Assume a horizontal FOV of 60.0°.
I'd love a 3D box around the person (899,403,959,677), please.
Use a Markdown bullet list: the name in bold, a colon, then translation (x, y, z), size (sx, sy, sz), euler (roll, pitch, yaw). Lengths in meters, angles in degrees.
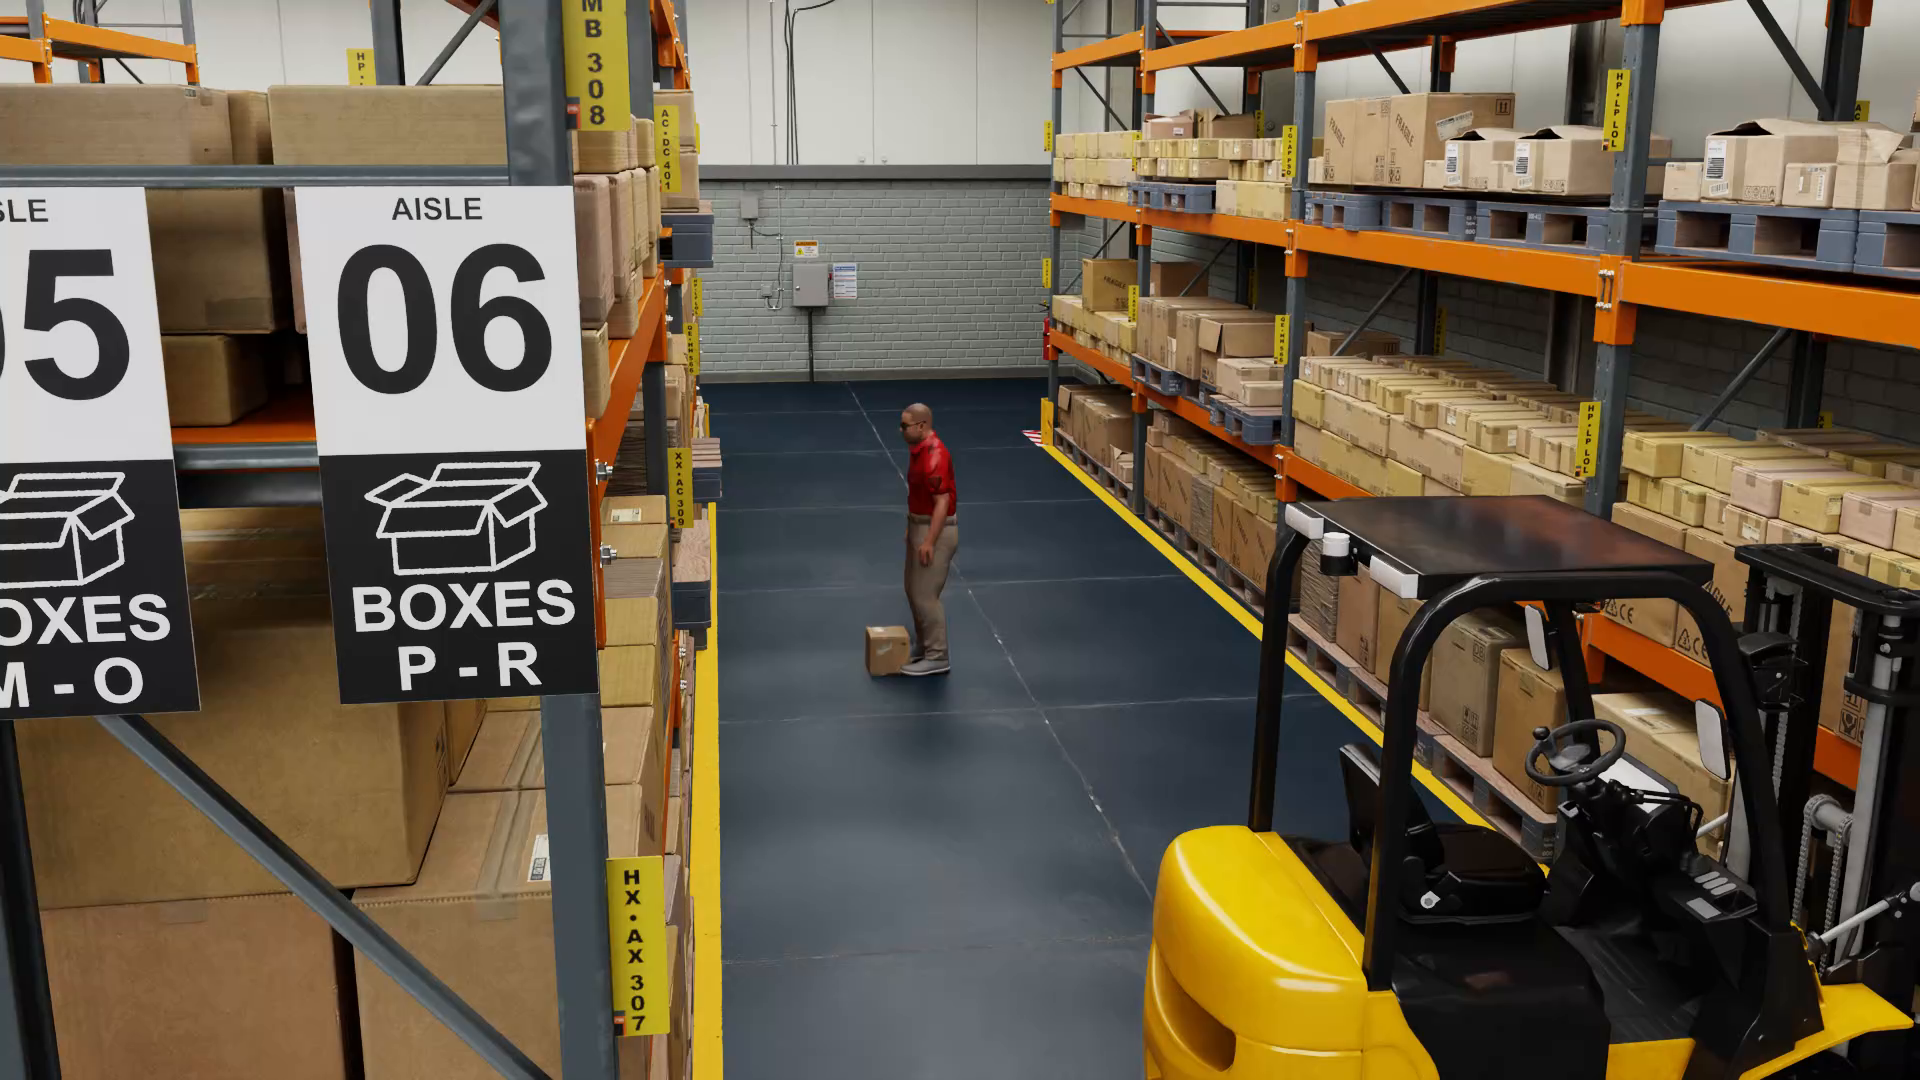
- **person**: translation (-0.216, -0.017, 10.588), size (0.390, 1.727, 0.578), euler (-2, 13, -10)
